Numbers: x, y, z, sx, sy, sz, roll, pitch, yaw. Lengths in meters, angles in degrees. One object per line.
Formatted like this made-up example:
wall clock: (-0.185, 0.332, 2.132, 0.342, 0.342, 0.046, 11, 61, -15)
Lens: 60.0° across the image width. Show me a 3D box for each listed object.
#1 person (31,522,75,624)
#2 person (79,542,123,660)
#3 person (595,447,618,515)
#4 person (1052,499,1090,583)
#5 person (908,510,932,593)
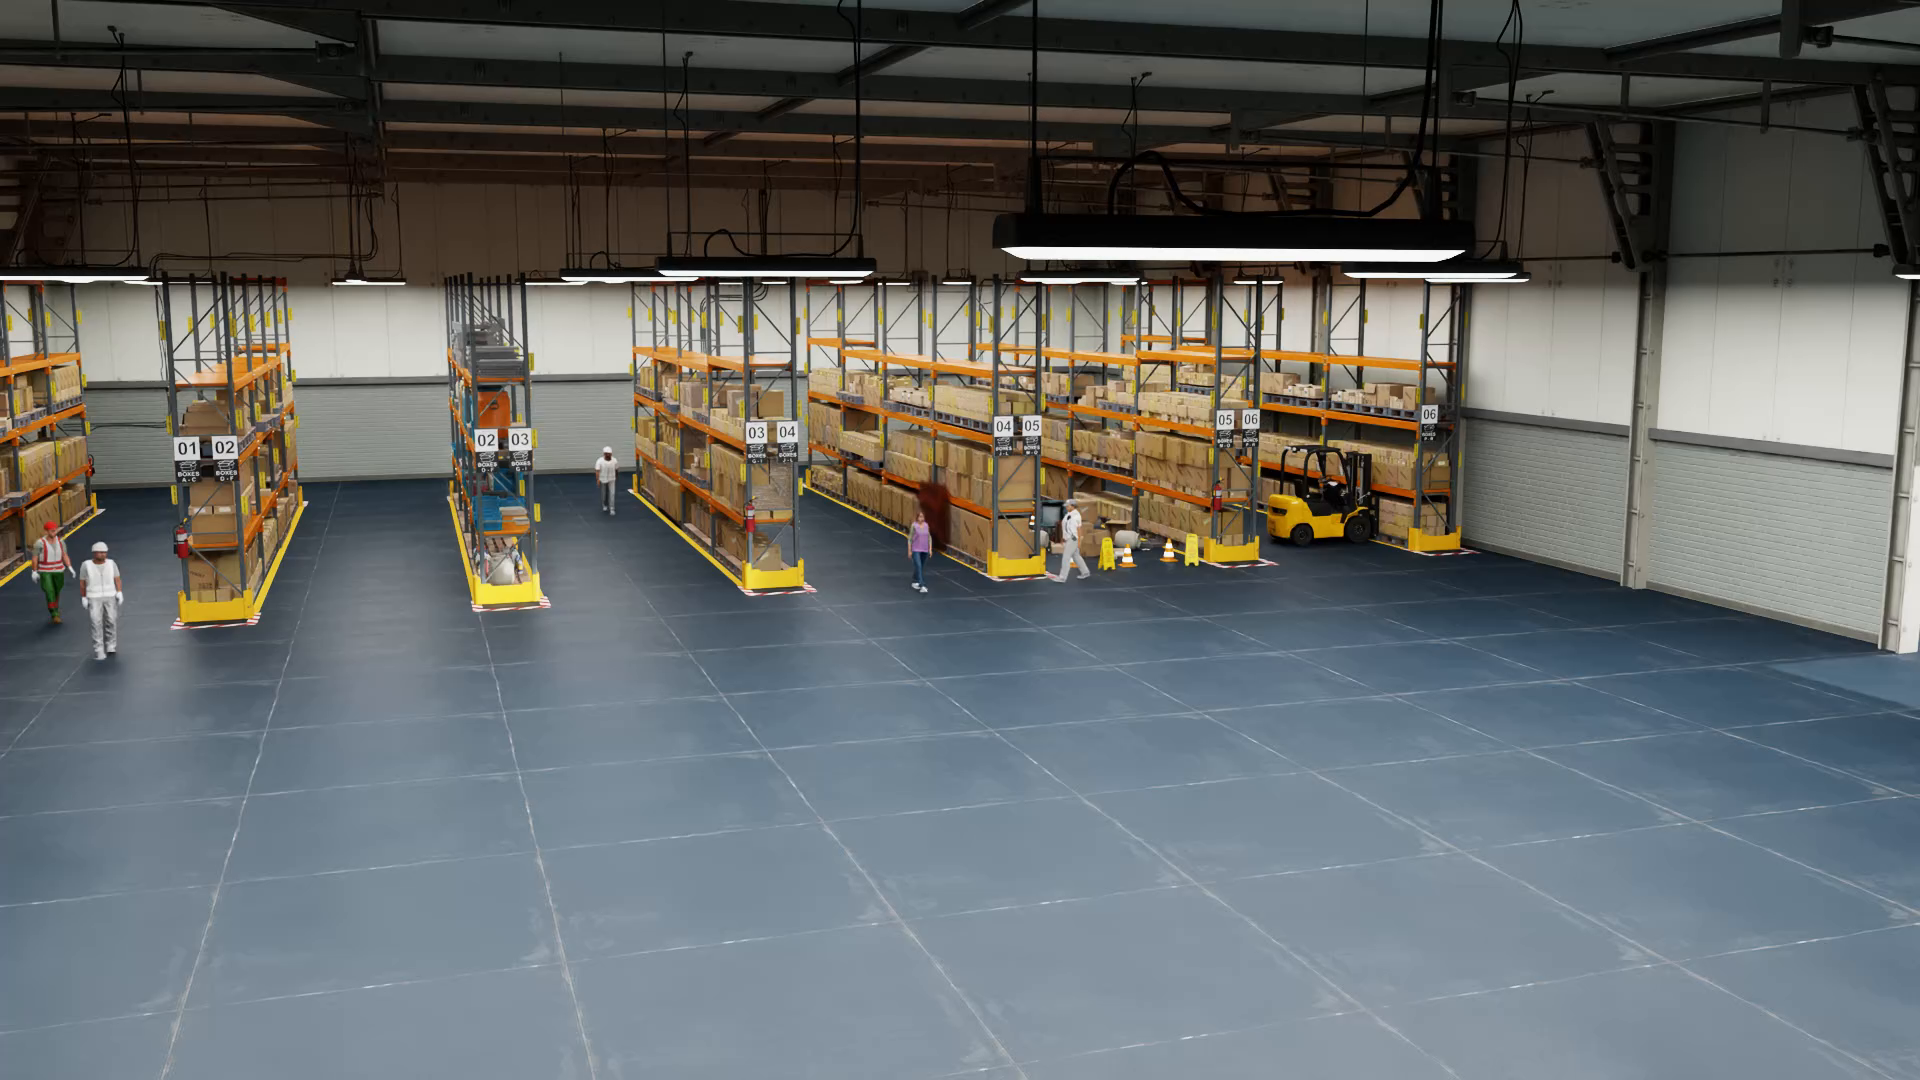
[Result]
person: (-15.661, 0.532, 28.702, 0.641, 1.722, 1.137, -8, 12, -42)
person: (-13.417, 0.944, 26.073, 0.572, 1.788, 0.712, -7, 11, -39)
person: (-8.983, -1.520, 42.330, 0.576, 1.702, 1.077, -2, 9, -16)
person: (2.192, -0.002, 32.721, 0.861, 1.636, 0.494, -2, 9, -10)
person: (-0.726, 0.210, 31.421, 0.436, 1.546, 0.967, -5, 10, -32)
